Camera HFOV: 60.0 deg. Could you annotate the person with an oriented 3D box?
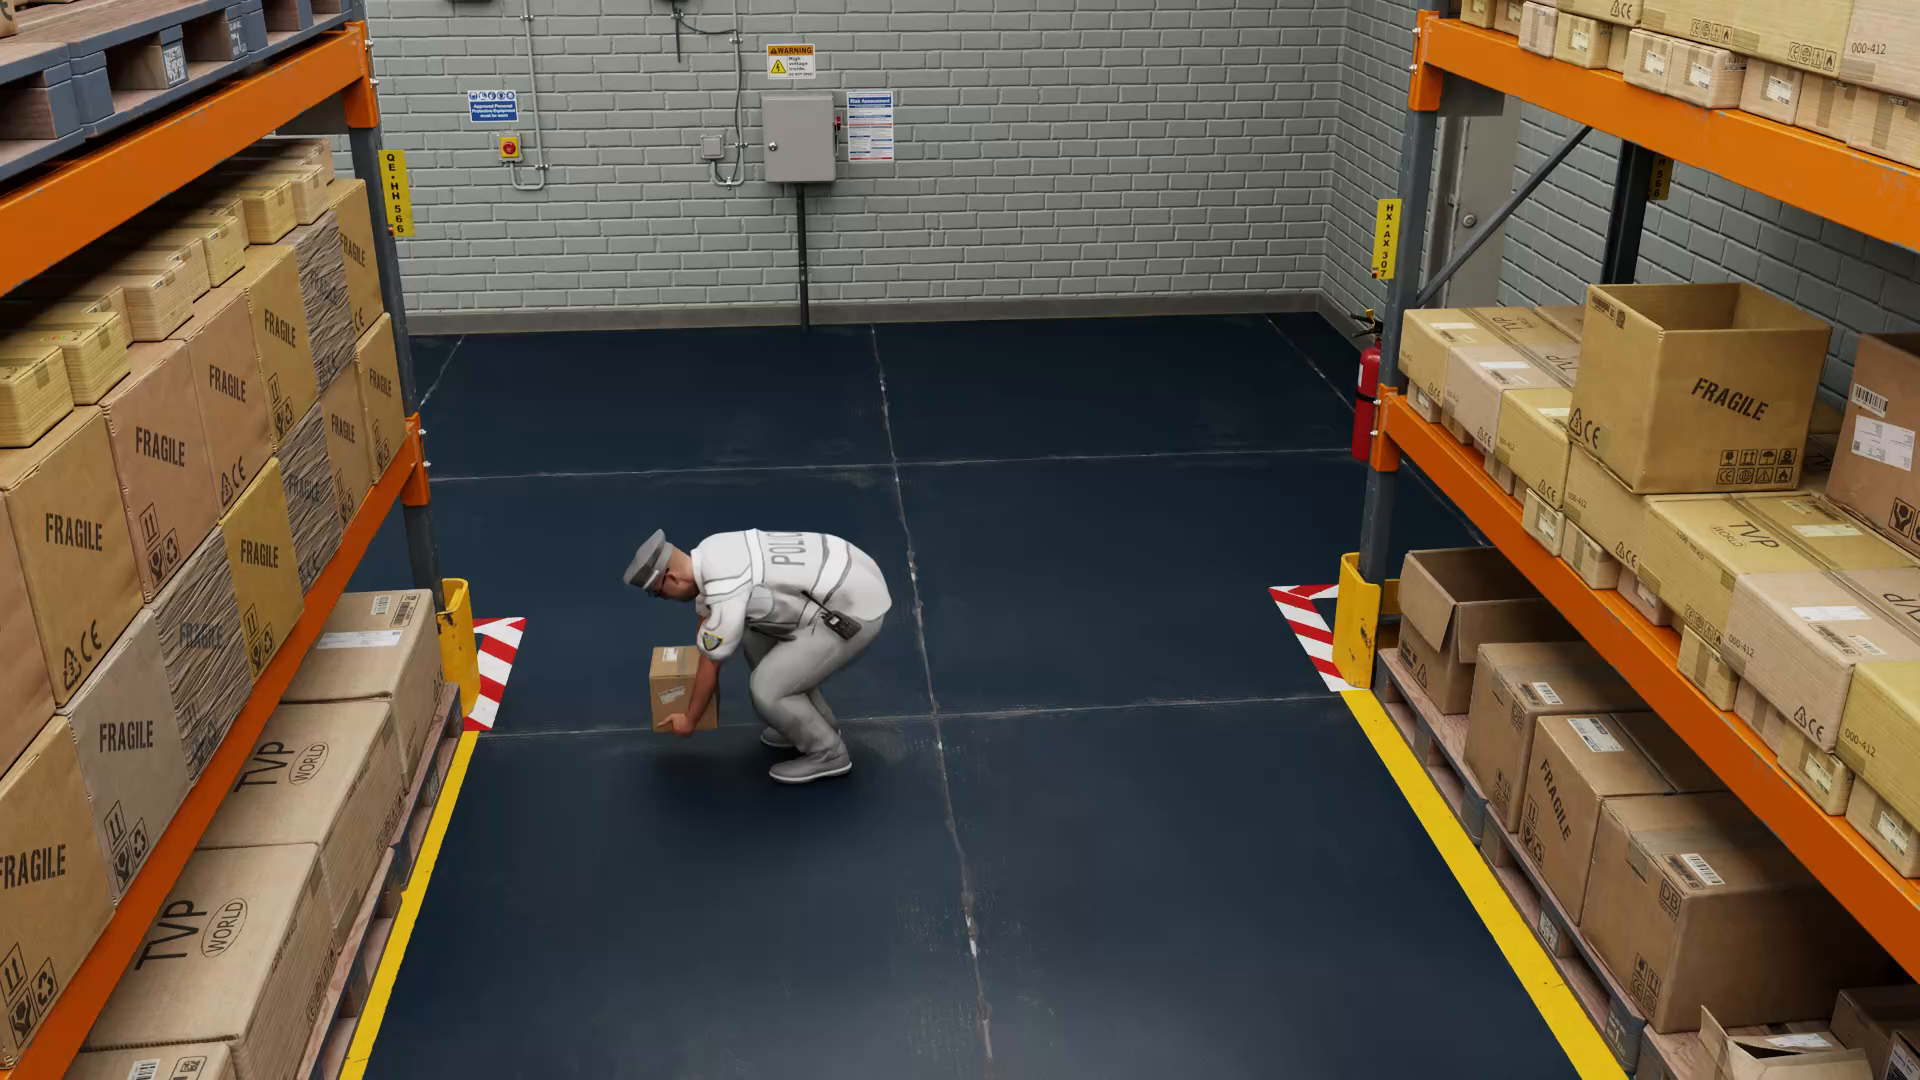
[{"bbox_3d":[-0.780,0.422,6.531,1.023,1.030,0.533,-3,24,-7],"label":"person"}]
